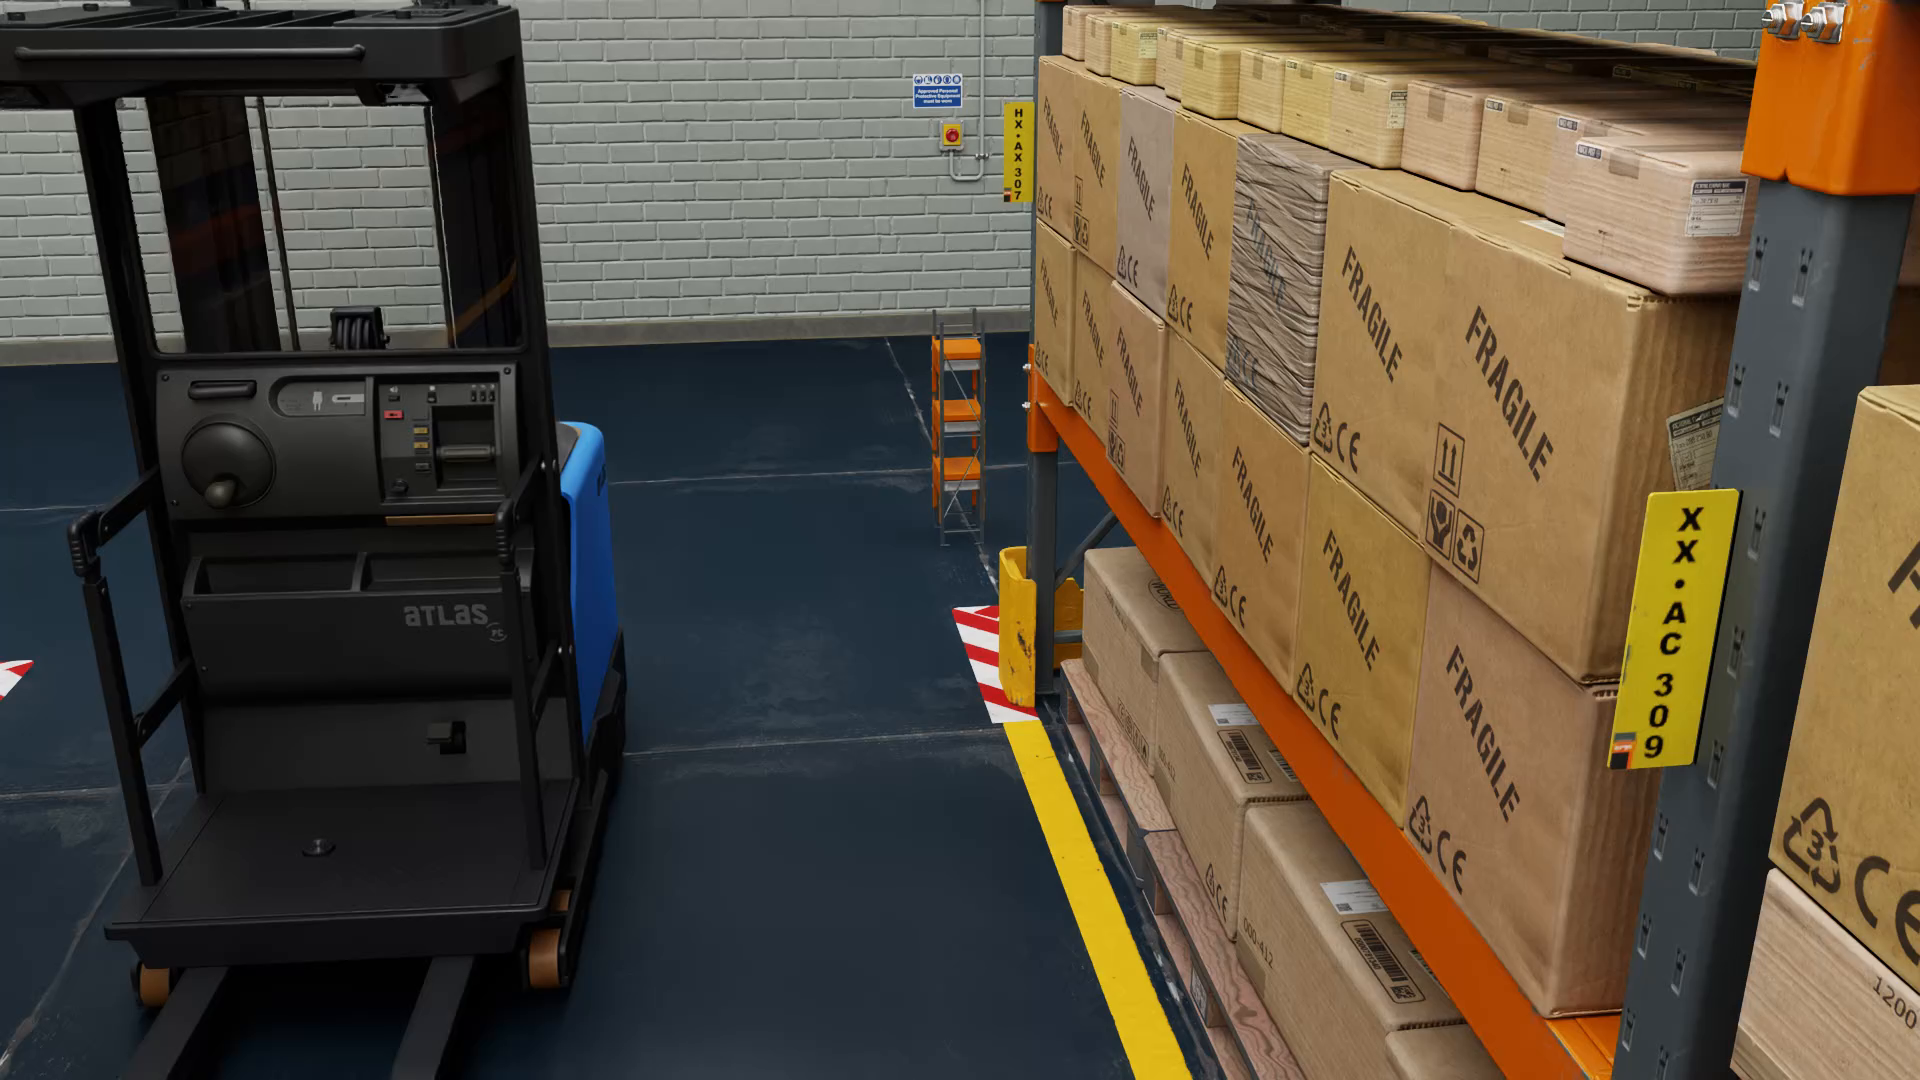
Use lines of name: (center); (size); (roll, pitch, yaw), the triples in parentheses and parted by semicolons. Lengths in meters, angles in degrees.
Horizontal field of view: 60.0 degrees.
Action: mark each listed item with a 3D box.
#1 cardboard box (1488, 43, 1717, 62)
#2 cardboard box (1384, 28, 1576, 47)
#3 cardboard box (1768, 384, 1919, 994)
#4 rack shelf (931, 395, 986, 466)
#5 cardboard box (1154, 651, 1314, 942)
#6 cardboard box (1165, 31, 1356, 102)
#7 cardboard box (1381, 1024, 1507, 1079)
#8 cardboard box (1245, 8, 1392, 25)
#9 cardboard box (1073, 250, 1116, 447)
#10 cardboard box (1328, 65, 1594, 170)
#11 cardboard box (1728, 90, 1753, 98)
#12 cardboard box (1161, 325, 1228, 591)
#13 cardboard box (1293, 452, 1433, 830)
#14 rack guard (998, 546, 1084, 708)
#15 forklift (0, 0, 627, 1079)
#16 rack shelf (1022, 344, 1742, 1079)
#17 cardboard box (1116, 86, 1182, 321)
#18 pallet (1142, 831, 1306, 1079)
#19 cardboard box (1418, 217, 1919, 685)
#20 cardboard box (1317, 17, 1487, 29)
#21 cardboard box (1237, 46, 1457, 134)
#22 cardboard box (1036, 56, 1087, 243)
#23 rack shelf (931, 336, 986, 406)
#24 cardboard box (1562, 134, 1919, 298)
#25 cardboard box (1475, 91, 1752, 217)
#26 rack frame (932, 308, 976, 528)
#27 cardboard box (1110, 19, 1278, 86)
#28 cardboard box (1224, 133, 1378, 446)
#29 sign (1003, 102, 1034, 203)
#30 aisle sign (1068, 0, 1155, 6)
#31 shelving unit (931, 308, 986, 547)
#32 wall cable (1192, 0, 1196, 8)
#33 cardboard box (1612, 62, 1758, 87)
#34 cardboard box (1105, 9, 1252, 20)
cardboard box: (1.332, -0.954, 3.485); (0.380, 0.149, 0.250); (-3, 21, -8)
cardboard box: (1.233, -1.135, 3.970); (0.380, 0.149, 0.250); (-2, 21, -6)
cardboard box: (1.101, 0.167, 1.410); (0.500, 0.500, 0.500); (-3, 21, -7)
rack shelf: (-0.008, -0.500, 7.586); (0.215, 0.259, 0.240); (-3, 21, -8)
cardboard box: (1.080, 0.674, 4.686); (0.875, 0.438, 0.875); (-2, 21, -6)
cardboard box: (0.695, -1.102, 3.880); (0.380, 0.149, 0.250); (-3, 21, -7)
cardboard box: (1.338, 1.296, 3.020); (0.875, 0.438, 0.875); (-3, 21, -9)
cardboard box: (1.056, -1.488, 4.913); (0.380, 0.149, 0.250); (-3, 21, -7)
cardboard box: (0.631, -0.562, 4.791); (0.500, 0.500, 0.500); (-3, 21, -9)
cardboard box: (0.880, -0.749, 2.936); (0.380, 0.149, 0.250); (-3, 21, -8)
cardboard box: (1.402, -0.600, 2.537); (0.380, 0.149, 0.250); (-3, 21, -8)
cardboard box: (0.775, -0.212, 3.855); (0.500, 0.500, 0.500); (-2, 21, -6)
cardboard box: (0.922, 0.143, 2.903); (0.500, 0.500, 0.500); (-3, 21, -9)
rack guard: (0.742, 0.293, 6.217); (1.175, 0.500, 0.348); (-3, 21, -8)
forklift: (-1.625, -0.257, 4.214); (1.130, 2.935, 3.031); (-2, 21, -4)
rack shelf: (1.034, 0.160, 4.029); (1.077, 0.370, 4.000); (-3, 21, -8)
cardboard box: (0.696, -0.848, 4.127); (0.500, 0.500, 0.500); (-3, 21, -8)
pallet: (1.111, 1.131, 4.386); (1.003, 0.211, 1.213); (-3, 21, -8)
cardboard box: (0.981, -0.149, 2.257); (0.500, 0.500, 0.500); (-3, 21, -8)
cardboard box: (1.172, -1.313, 4.446); (0.380, 0.149, 0.250); (-2, 21, -7)
cardboard box: (0.791, -0.924, 3.405); (0.380, 0.149, 0.250); (-3, 21, -8)
cardboard box: (0.533, -1.204, 5.081); (0.500, 0.500, 0.500); (-3, 21, -9)
rack shelf: (-0.008, -0.766, 7.486); (0.215, 0.259, 0.240); (-3, 21, -8)
cardboard box: (0.963, -0.394, 1.985); (0.380, 0.149, 0.250); (-3, 21, -9)
cardboard box: (1.006, -0.578, 2.477); (0.380, 0.149, 0.250); (-3, 21, -8)
rack frame: (-0.025, -0.553, 7.695); (0.200, 1.050, 0.008); (-3, 21, -8)
cardboard box: (0.611, -1.279, 4.353); (0.380, 0.149, 0.250); (-4, 21, -10)
cardboard box: (0.833, -0.501, 3.199); (0.500, 0.500, 0.500); (-3, 21, -7)
sign: (0.195, -1.286, 5.522); (0.100, 0.325, 0.005); (-3, 21, -8)
aisle sign: (0.448, -2.098, 5.330); (0.394, 0.787, 0.004); (-3, 21, -8)
shelving unit: (-0.008, -0.510, 7.582); (0.215, 1.050, 0.252); (-3, 21, -8)
wall cable: (1.311, -3.372, 11.005); (0.588, 1.984, 0.122); (-3, 21, -8)
cardboard box: (1.417, -0.783, 3.026); (0.380, 0.149, 0.250); (-4, 21, -9)
cardboard box: (0.631, -1.465, 4.851); (0.380, 0.149, 0.250); (-2, 21, -6)
